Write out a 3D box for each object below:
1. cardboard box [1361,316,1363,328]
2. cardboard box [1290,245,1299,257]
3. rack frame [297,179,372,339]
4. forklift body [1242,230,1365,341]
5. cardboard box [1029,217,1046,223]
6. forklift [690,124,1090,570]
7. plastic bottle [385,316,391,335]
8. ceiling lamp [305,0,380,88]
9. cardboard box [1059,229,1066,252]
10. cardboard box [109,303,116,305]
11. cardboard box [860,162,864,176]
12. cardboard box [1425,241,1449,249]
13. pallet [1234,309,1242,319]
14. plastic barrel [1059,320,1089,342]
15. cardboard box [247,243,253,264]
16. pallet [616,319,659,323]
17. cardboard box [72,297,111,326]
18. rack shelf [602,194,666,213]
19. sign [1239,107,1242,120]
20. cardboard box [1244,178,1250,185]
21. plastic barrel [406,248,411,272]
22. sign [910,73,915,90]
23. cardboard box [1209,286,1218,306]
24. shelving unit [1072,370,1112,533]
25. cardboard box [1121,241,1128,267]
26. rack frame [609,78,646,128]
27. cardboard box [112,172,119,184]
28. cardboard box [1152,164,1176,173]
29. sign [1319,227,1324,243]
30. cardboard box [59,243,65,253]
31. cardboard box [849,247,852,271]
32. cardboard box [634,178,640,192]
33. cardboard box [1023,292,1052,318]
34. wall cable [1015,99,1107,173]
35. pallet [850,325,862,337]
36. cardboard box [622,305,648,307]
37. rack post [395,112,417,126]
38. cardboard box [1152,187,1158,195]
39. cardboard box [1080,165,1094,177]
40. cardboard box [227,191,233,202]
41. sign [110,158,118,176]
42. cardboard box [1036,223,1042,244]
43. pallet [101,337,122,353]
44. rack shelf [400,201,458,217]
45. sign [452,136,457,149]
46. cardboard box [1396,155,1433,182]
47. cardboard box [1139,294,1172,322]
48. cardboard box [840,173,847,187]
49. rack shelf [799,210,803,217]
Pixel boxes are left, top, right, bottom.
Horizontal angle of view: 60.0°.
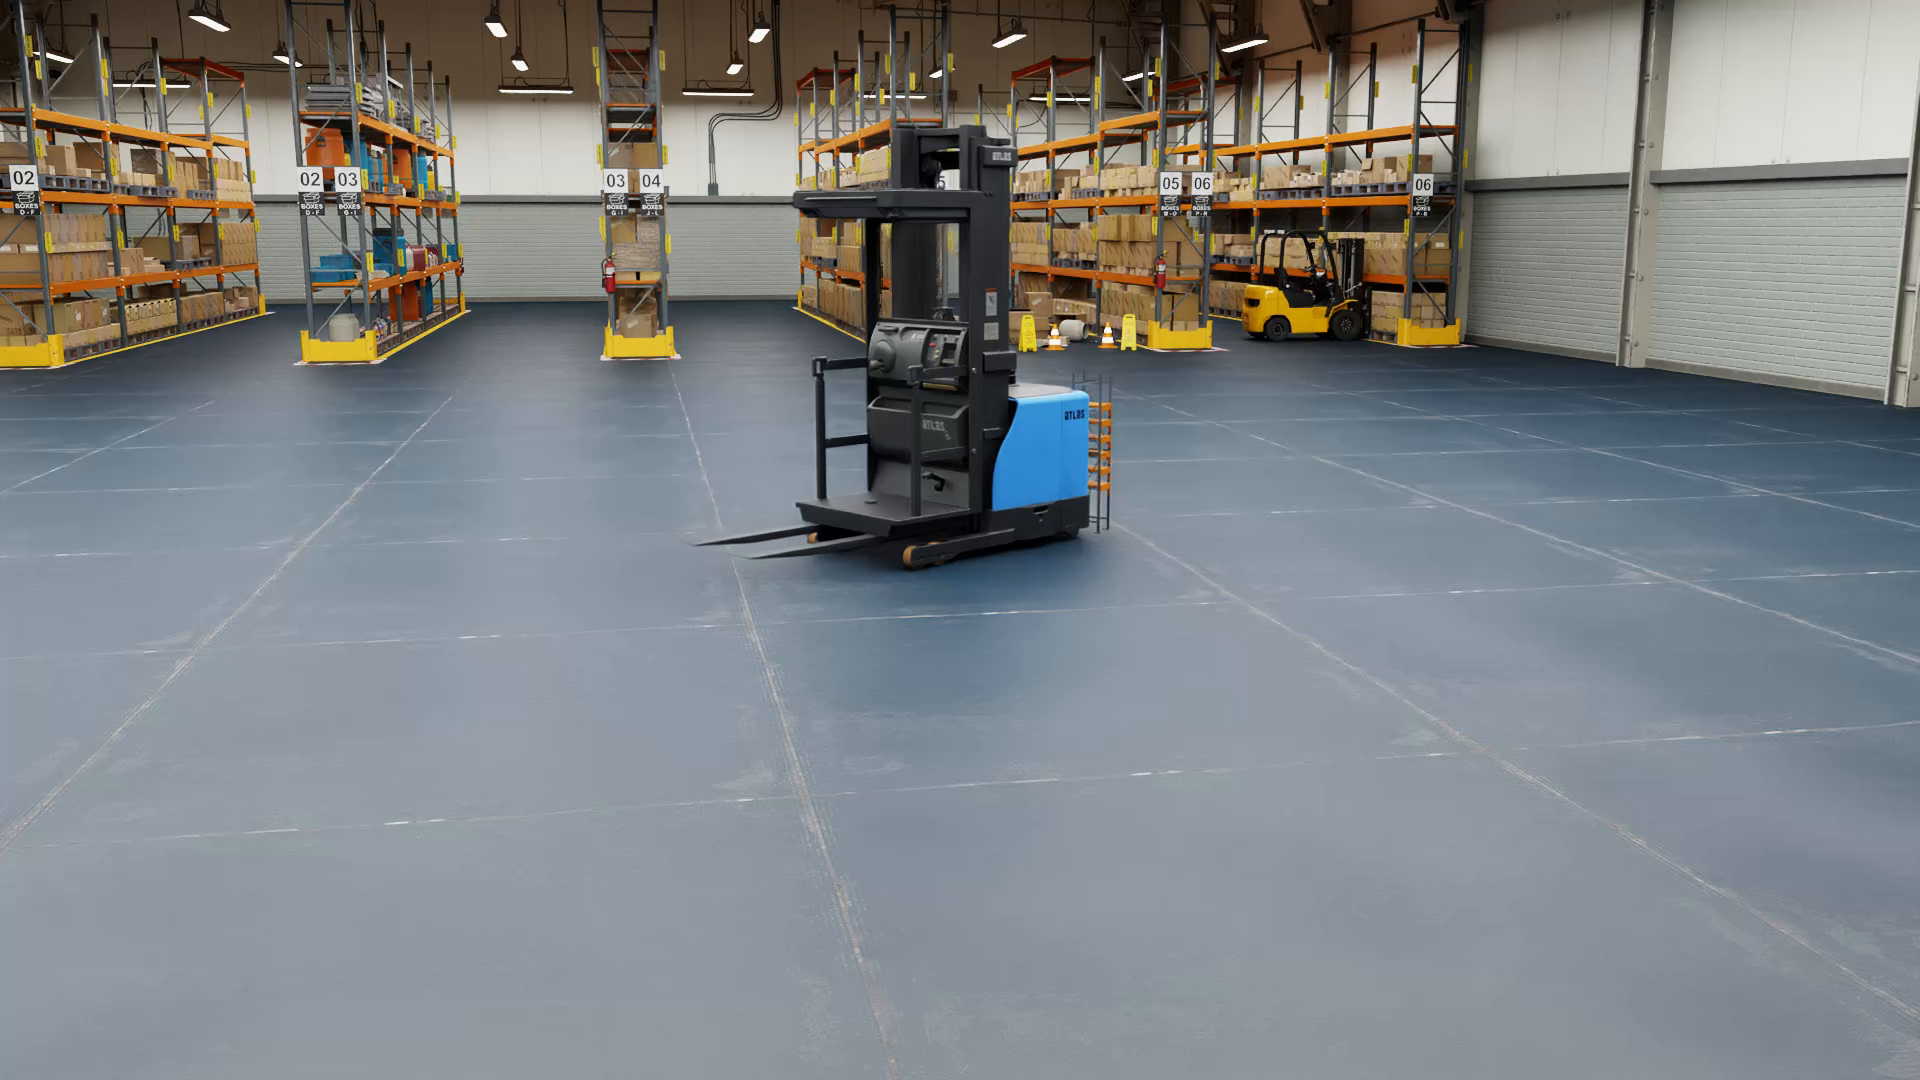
[{"bbox_3d":[8.287,-4.442,33.745,0.500,0.250,0.500,-2,11,-9],"label":"cardboard box"},{"bbox_3d":[7.663,-6.408,36.908,0.500,0.250,0.500,-2,11,-10],"label":"cardboard box"},{"bbox_3d":[-10.460,-4.512,27.882,1.000,3.000,0.127,-2,11,-11],"label":"rack frame"},{"bbox_3d":[6.829,-5.099,33.232,2.313,2.155,1.214,-2,11,-11],"label":"forklift body"},{"bbox_3d":[1.979,-8.180,42.475,0.380,0.149,0.250,-2,11,-12],"label":"cardboard box"},{"bbox_3d":[-0.448,-1.347,11.436,3.031,2.935,1.130,-10,15,-43],"label":"forklift"},{"bbox_3d":[-10.830,-4.053,31.377,0.144,0.351,0.185,-2,11,-13],"label":"plastic bottle"},{"bbox_3d":[-16.498,-13.665,44.311,2.000,3.185,0.800,-2,11,-11],"label":"ceiling lamp"},{"bbox_3d":[2.532,-6.735,37.375,0.500,0.500,0.500,-2,11,-8],"label":"cardboard box"},{"bbox_3d":[-16.659,-4.448,32.276,0.500,0.311,0.500,-2,11,-11],"label":"cardboard box"},{"bbox_3d":[-1.674,-7.289,32.665,0.500,0.250,0.500,-2,11,-11],"label":"cardboard box"},{"bbox_3d":[9.176,-5.673,31.980,0.380,0.149,0.250,-2,11,-12],"label":"cardboard box"},{"bbox_3d":[7.324,-5.470,40.370,1.003,0.211,1.213,-2,11,-11],"label":"pallet"},{"bbox_3d":[2.233,-4.111,32.663,0.512,0.421,0.421,6,12,28],"label":"plastic barrel"},{"bbox_3d":[-17.973,-7.149,41.468,0.500,0.500,0.500,-2,11,-11],"label":"cardboard box"},{"bbox_3d":[-7.007,-4.647,36.044,1.003,0.211,1.213,-2,11,-11],"label":"pallet"},{"bbox_3d":[-15.707,-4.121,30.052,0.500,0.500,0.500,-2,11,-11],"label":"cardboard box"},{"bbox_3d":[-5.990,-6.179,30.542,1.077,0.370,4.000,-2,11,-11],"label":"rack shelf"},{"bbox_3d":[7.197,-10.940,42.685,0.100,0.325,0.005,-2,11,-11],"label":"sign"},{"bbox_3d":[7.026,-8.594,39.846,0.380,0.149,0.250,-2,11,-13],"label":"cardboard box"},{"bbox_3d":[-11.524,-5.776,34.224,0.421,0.512,0.421,0,11,0],"label":"plastic barrel"},{"bbox_3d":[-0.945,-9.087,32.952,0.100,0.325,0.005,-2,11,-11],"label":"sign"},{"bbox_3d":[6.640,-6.219,42.411,0.500,0.500,0.500,-2,11,-12],"label":"cardboard box"},{"bbox_3d":[0.982,-0.664,12.476,0.258,1.200,0.189,6,12,28],"label":"shelving unit"},{"bbox_3d":[3.477,-5.615,32.613,0.500,0.500,0.500,-2,11,-10],"label":"cardboard box"},{"bbox_3d":[-8.713,-10.574,43.685,1.000,3.000,0.127,-2,11,-11],"label":"rack frame"},{"bbox_3d":[-16.317,-6.887,31.612,0.500,0.250,0.500,-3,11,-17],"label":"cardboard box"},{"bbox_3d":[3.764,-6.846,30.659,0.380,0.149,0.250,-2,11,-10],"label":"cardboard box"},{"bbox_3d":[7.679,-6.476,35.314,0.100,0.325,0.005,-2,11,-11],"label":"sign"},{"bbox_3d":[-15.332,-4.921,28.026,0.380,0.149,0.250,-2,11,-12],"label":"cardboard box"},{"bbox_3d":[-2.055,-5.908,34.949,0.500,0.500,0.500,-2,11,-10],"label":"cardboard box"},{"bbox_3d":[-5.441,-6.190,29.075,0.500,0.250,0.500,-2,11,-9],"label":"cardboard box"},{"bbox_3d":[1.601,-4.860,34.370,0.500,0.500,0.500,-2,11,-11],"label":"cardboard box"},{"bbox_3d":[3.103,-12.107,51.639,2.988,3.039,0.133,-2,11,-11],"label":"wall cable"},{"bbox_3d":[-1.718,-4.357,34.523,1.003,0.211,1.213,-2,11,-11],"label":"pallet"},{"bbox_3d":[-6.341,-4.330,32.484,0.500,0.500,0.500,-2,11,-13],"label":"cardboard box"},{"bbox_3d":[-12.197,-9.021,35.727,0.954,0.300,0.937,-2,11,-11],"label":"rack post"},{"bbox_3d":[3.776,-6.458,30.755,0.380,0.149,0.250,-2,11,-11],"label":"cardboard box"},{"bbox_3d":[2.884,-7.926,35.737,0.500,0.250,0.500,-2,11,-10],"label":"cardboard box"},{"bbox_3d":[-17.694,-8.215,39.716,0.500,0.250,0.500,-2,11,-11],"label":"cardboard box"},{"bbox_3d":[-15.553,-6.853,30.565,0.100,0.325,0.005,-2,11,-11],"label":"sign"},{"bbox_3d":[2.099,-7.240,39.269,0.500,0.500,0.500,-2,11,-10],"label":"cardboard box"},{"bbox_3d":[-15.984,-3.549,30.280,1.003,0.211,1.213,-2,11,-11],"label":"pallet"},{"bbox_3d":[-13.183,-8.200,41.159,1.077,0.370,4.000,-2,11,-11],"label":"rack shelf"},{"bbox_3d":[-13.035,-10.258,42.889,0.100,0.325,0.005,-2,11,-11],"label":"sign"},{"bbox_3d":[8.663,-7.084,31.715,0.500,0.500,0.500,-2,11,-9],"label":"cardboard box"},{"bbox_3d":[3.708,-4.414,31.591,0.500,0.500,0.500,-2,11,-11],"label":"cardboard box"},{"bbox_3d":[-2.347,-7.866,36.327,0.500,0.311,0.500,-2,11,-11],"label":"cardboard box"},{"bbox_3d":[-3.439,-8.542,42.956,1.077,0.370,4.000,-2,11,-11],"label":"rack shelf"}]
